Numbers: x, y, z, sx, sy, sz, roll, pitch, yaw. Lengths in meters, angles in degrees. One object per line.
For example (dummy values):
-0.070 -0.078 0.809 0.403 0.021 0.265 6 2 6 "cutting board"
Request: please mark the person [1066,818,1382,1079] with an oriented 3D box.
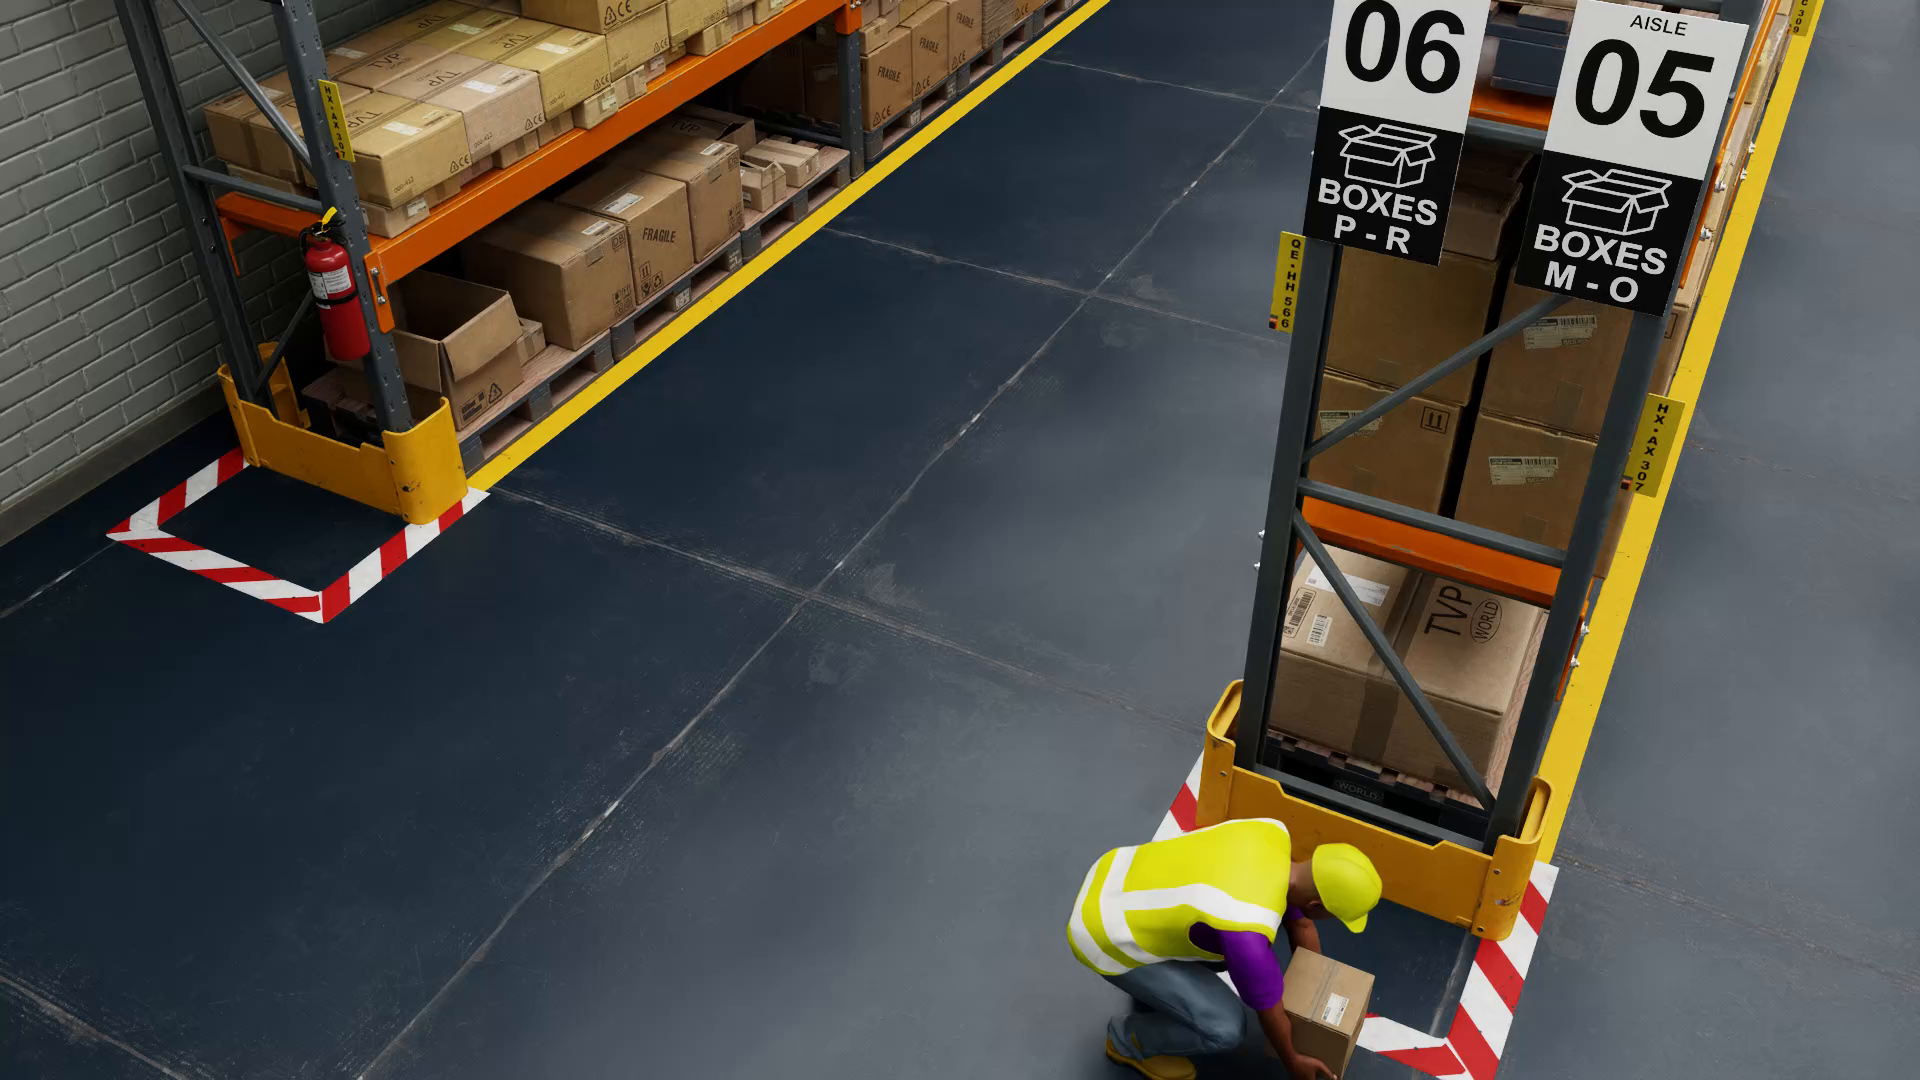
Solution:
0.809 1.240 5.154 0.922 1.010 0.537 13 40 17 "person"
